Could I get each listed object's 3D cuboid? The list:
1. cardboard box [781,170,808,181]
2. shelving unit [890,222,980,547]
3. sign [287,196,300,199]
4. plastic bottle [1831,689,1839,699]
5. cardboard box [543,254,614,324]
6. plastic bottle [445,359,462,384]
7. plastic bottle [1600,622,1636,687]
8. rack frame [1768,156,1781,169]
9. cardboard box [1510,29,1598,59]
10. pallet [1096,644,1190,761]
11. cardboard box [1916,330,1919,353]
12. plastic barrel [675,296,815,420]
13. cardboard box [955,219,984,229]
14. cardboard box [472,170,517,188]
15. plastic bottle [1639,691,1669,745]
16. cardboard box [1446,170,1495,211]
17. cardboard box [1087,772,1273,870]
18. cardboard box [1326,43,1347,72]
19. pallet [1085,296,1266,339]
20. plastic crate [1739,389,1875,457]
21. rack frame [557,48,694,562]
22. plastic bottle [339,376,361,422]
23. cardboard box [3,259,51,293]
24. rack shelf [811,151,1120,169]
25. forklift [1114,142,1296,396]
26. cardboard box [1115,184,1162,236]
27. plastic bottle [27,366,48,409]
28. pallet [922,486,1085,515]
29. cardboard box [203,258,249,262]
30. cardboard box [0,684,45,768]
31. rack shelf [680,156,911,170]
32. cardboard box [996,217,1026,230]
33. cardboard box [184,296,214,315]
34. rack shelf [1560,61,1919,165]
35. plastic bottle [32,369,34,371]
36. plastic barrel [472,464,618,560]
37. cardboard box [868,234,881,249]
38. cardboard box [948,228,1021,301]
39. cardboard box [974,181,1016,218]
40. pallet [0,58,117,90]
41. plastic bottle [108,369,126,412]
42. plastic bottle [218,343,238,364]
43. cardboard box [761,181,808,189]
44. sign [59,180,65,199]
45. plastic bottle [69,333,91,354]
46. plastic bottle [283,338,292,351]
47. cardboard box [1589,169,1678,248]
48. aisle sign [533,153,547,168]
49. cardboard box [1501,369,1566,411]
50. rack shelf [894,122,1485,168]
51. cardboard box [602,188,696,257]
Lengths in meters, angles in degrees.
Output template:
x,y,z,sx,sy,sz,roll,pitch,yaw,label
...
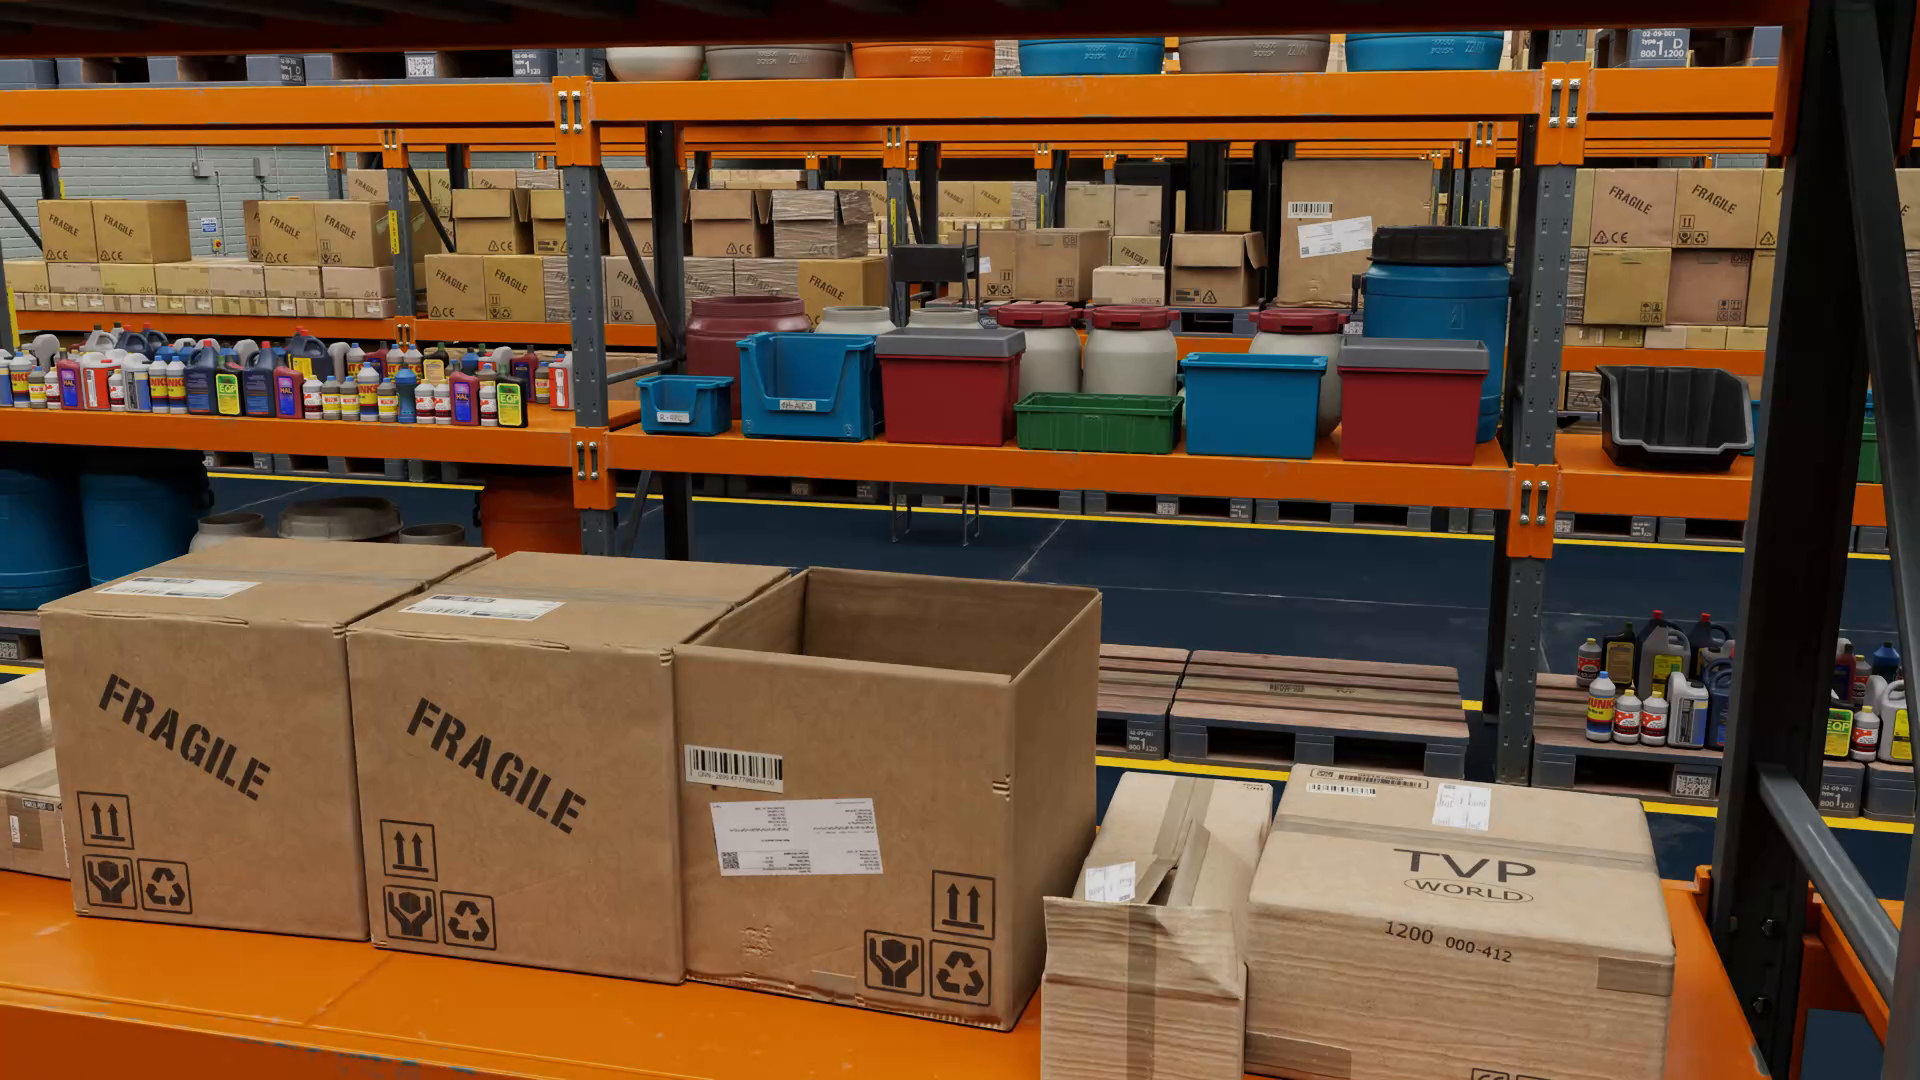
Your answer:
x,y,z,sx,sy,sz,roll,pitch,yaw,label
-2.229,-4.912,22.413,0.250,0.149,0.380,3,13,12,cardboard box
-0.161,-1.034,11.045,0.503,2.100,0.431,3,13,14,shelving unit
-10.787,-5.441,26.928,0.001,0.242,0.339,3,13,14,sign
3.371,0.687,6.496,0.097,0.271,0.097,0,13,0,plastic bottle
-2.868,-1.946,12.849,0.500,0.500,0.500,3,13,12,cardboard box
-2.559,-0.813,8.430,0.097,0.201,0.097,0,13,0,plastic bottle
2.898,0.498,7.320,0.133,0.283,0.061,4,13,16,plastic bottle
9.796,-3.487,20.025,0.127,3.000,1.000,3,13,14,rack frame
4.036,-3.543,11.282,0.500,0.500,0.500,3,13,12,cardboard box
0.392,0.697,7.605,1.213,0.211,1.003,3,13,14,pallet
6.126,-1.305,10.770,0.250,0.149,0.380,3,13,14,cardboard box
-1.009,-0.883,7.973,0.708,0.536,0.600,3,13,14,plastic barrel
0.112,-3.171,16.839,0.250,0.149,0.380,3,13,13,cardboard box
-4.967,-3.792,18.173,0.500,0.500,0.500,3,13,12,cardboard box
2.753,0.702,6.591,0.097,0.201,0.097,0,13,0,plastic bottle
6.288,-4.308,20.501,0.500,0.500,0.700,3,13,13,cardboard box
0.350,0.506,2.607,0.250,0.149,0.380,3,13,14,cardboard box
2.602,-3.242,11.337,0.258,0.266,0.396,4,13,16,cardboard box
1.587,-1.630,12.100,1.213,0.211,1.003,3,13,14,pallet
3.491,-0.496,6.888,0.616,0.251,0.499,3,13,14,plastic crate
-1.532,-0.777,7.809,0.127,3.000,1.000,3,13,14,rack frame
-2.831,-0.658,7.733,0.097,0.201,0.097,0,13,0,plastic bottle
-7.711,-2.224,13.990,0.500,0.250,0.500,3,13,12,cardboard box
0.088,-5.119,22.117,4.000,0.370,1.077,3,13,14,rack shelf
1.958,-2.093,13.901,1.130,2.935,3.031,-8,15,-31,forklift
1.866,-3.342,16.830,0.500,0.500,0.700,3,13,13,cardboard box
-4.501,-0.747,8.135,0.097,0.201,0.097,0,13,0,plastic bottle
0.413,-0.416,12.621,1.213,0.211,1.003,3,13,14,pallet
-6.085,-2.257,14.141,0.500,0.250,0.500,3,13,14,cardboard box
-1.900,0.396,2.732,0.500,0.311,0.500,3,13,13,cardboard box
-2.610,-6.371,27.758,4.000,0.370,1.077,3,13,14,rack shelf
0.535,-3.294,17.391,0.250,0.149,0.380,3,13,14,cardboard box
-6.098,-1.930,13.588,0.250,0.149,0.380,3,13,14,cardboard box
4.293,-1.578,6.158,4.000,0.370,1.077,3,13,14,rack shelf
-4.690,-0.791,8.333,0.097,0.201,0.097,0,13,0,plastic bottle
-2.011,0.056,8.097,0.708,0.830,0.600,3,13,14,plastic barrel
-0.900,-3.080,17.114,0.250,0.149,0.380,3,13,15,cardboard box
0.189,-2.052,12.359,0.500,0.500,0.500,1,13,7,cardboard box
0.484,-4.463,21.885,0.500,0.500,0.500,3,13,14,cardboard box
-4.631,-2.336,8.349,1.003,0.211,1.213,3,13,14,pallet
-4.052,-0.723,8.027,0.097,0.201,0.097,0,13,0,plastic bottle
-3.767,-0.878,8.561,0.097,0.271,0.097,0,13,0,plastic bottle
-2.379,-4.613,22.561,0.500,0.500,0.500,3,13,13,cardboard box
-7.969,-3.028,14.734,0.005,0.325,0.100,3,13,14,sign
-4.720,-0.972,8.960,0.133,0.283,0.061,3,13,14,plastic bottle
-3.520,-0.908,8.671,0.133,0.283,0.061,3,13,14,plastic bottle
4.400,-2.190,10.955,0.500,0.500,0.500,3,13,14,cardboard box
-5.877,-5.529,23.228,0.004,0.787,0.394,3,13,14,aisle sign
5.419,-1.769,16.216,0.875,0.875,0.875,3,13,14,cardboard box
1.597,-2.828,11.788,4.000,0.370,1.077,3,13,14,rack shelf
-2.336,-2.466,12.876,0.637,0.503,0.797,3,13,15,cardboard box
